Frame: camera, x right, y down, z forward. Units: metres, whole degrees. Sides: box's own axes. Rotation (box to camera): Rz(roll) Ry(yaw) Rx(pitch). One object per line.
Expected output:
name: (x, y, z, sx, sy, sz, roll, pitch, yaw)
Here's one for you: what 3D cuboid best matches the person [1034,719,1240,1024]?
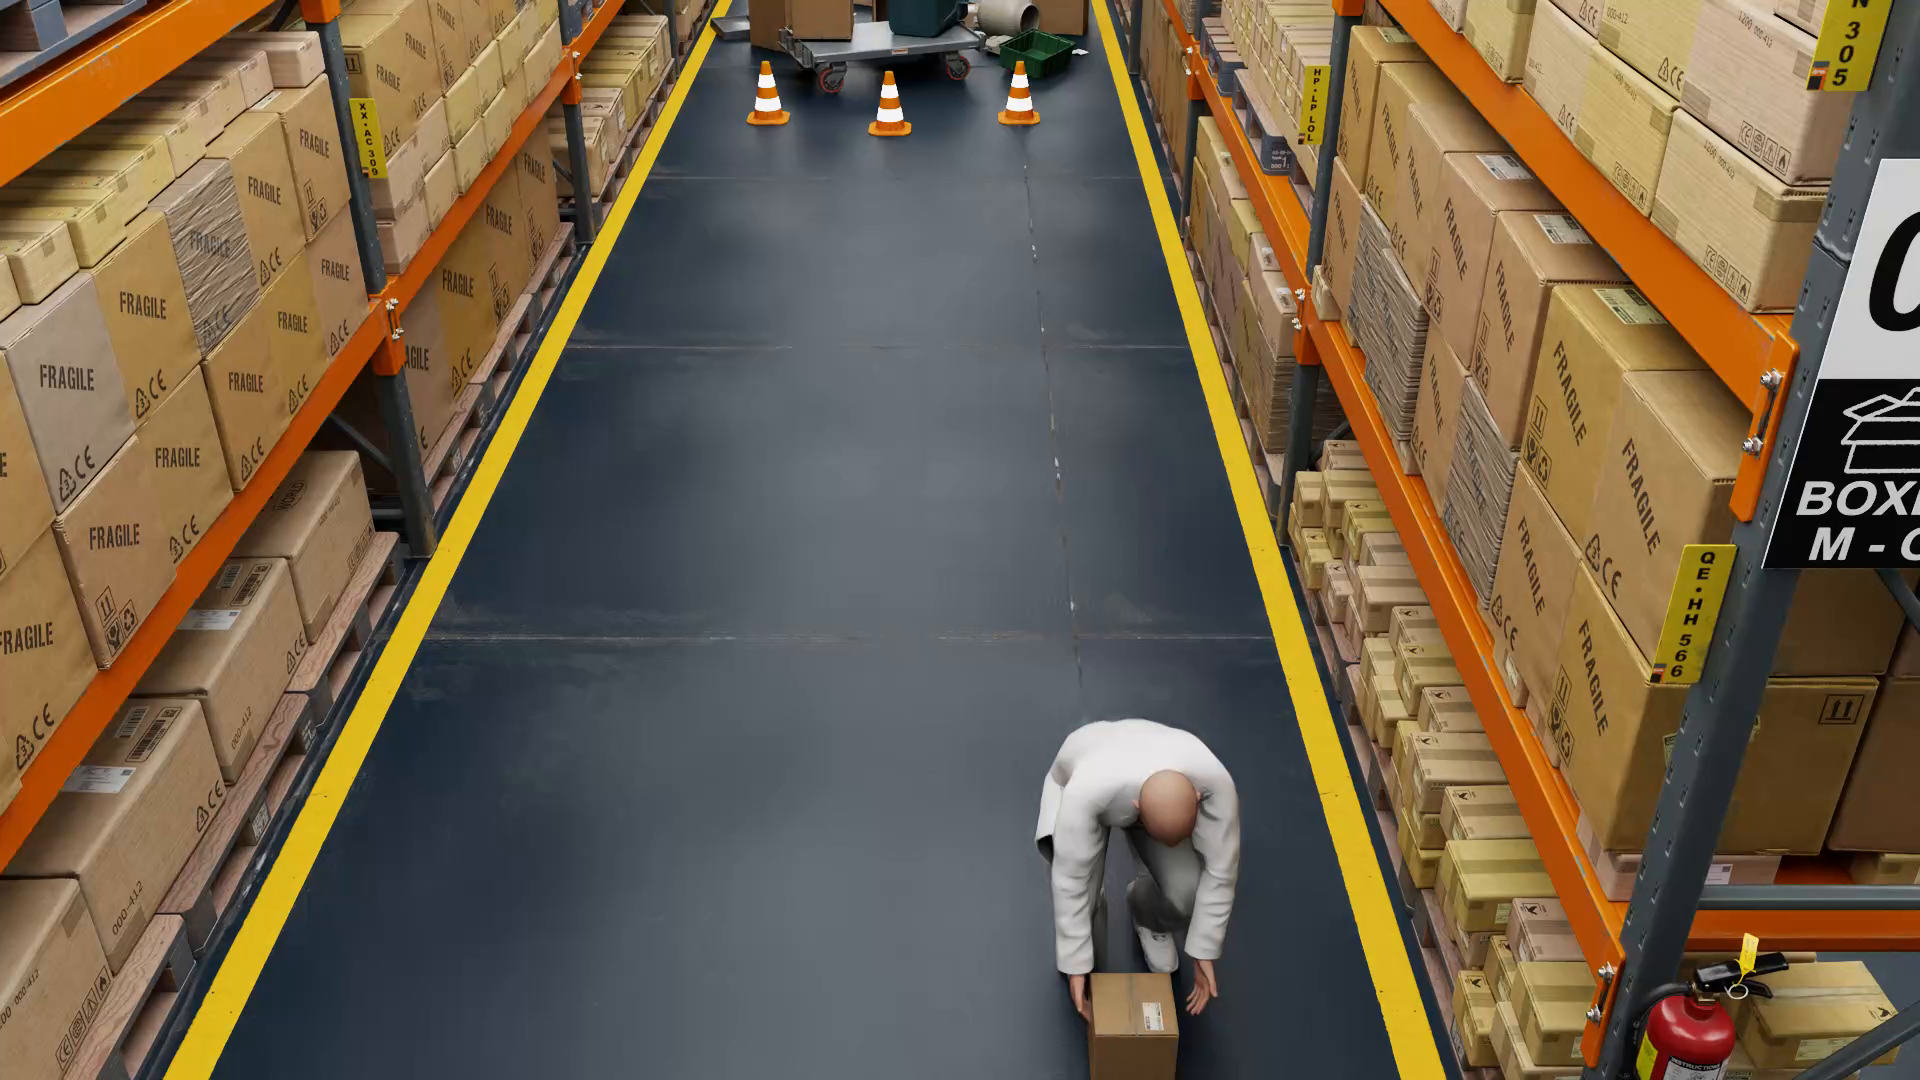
person: (0.544, 0.964, 5.259, 0.611, 1.047, 0.885, -1, 31, -2)
